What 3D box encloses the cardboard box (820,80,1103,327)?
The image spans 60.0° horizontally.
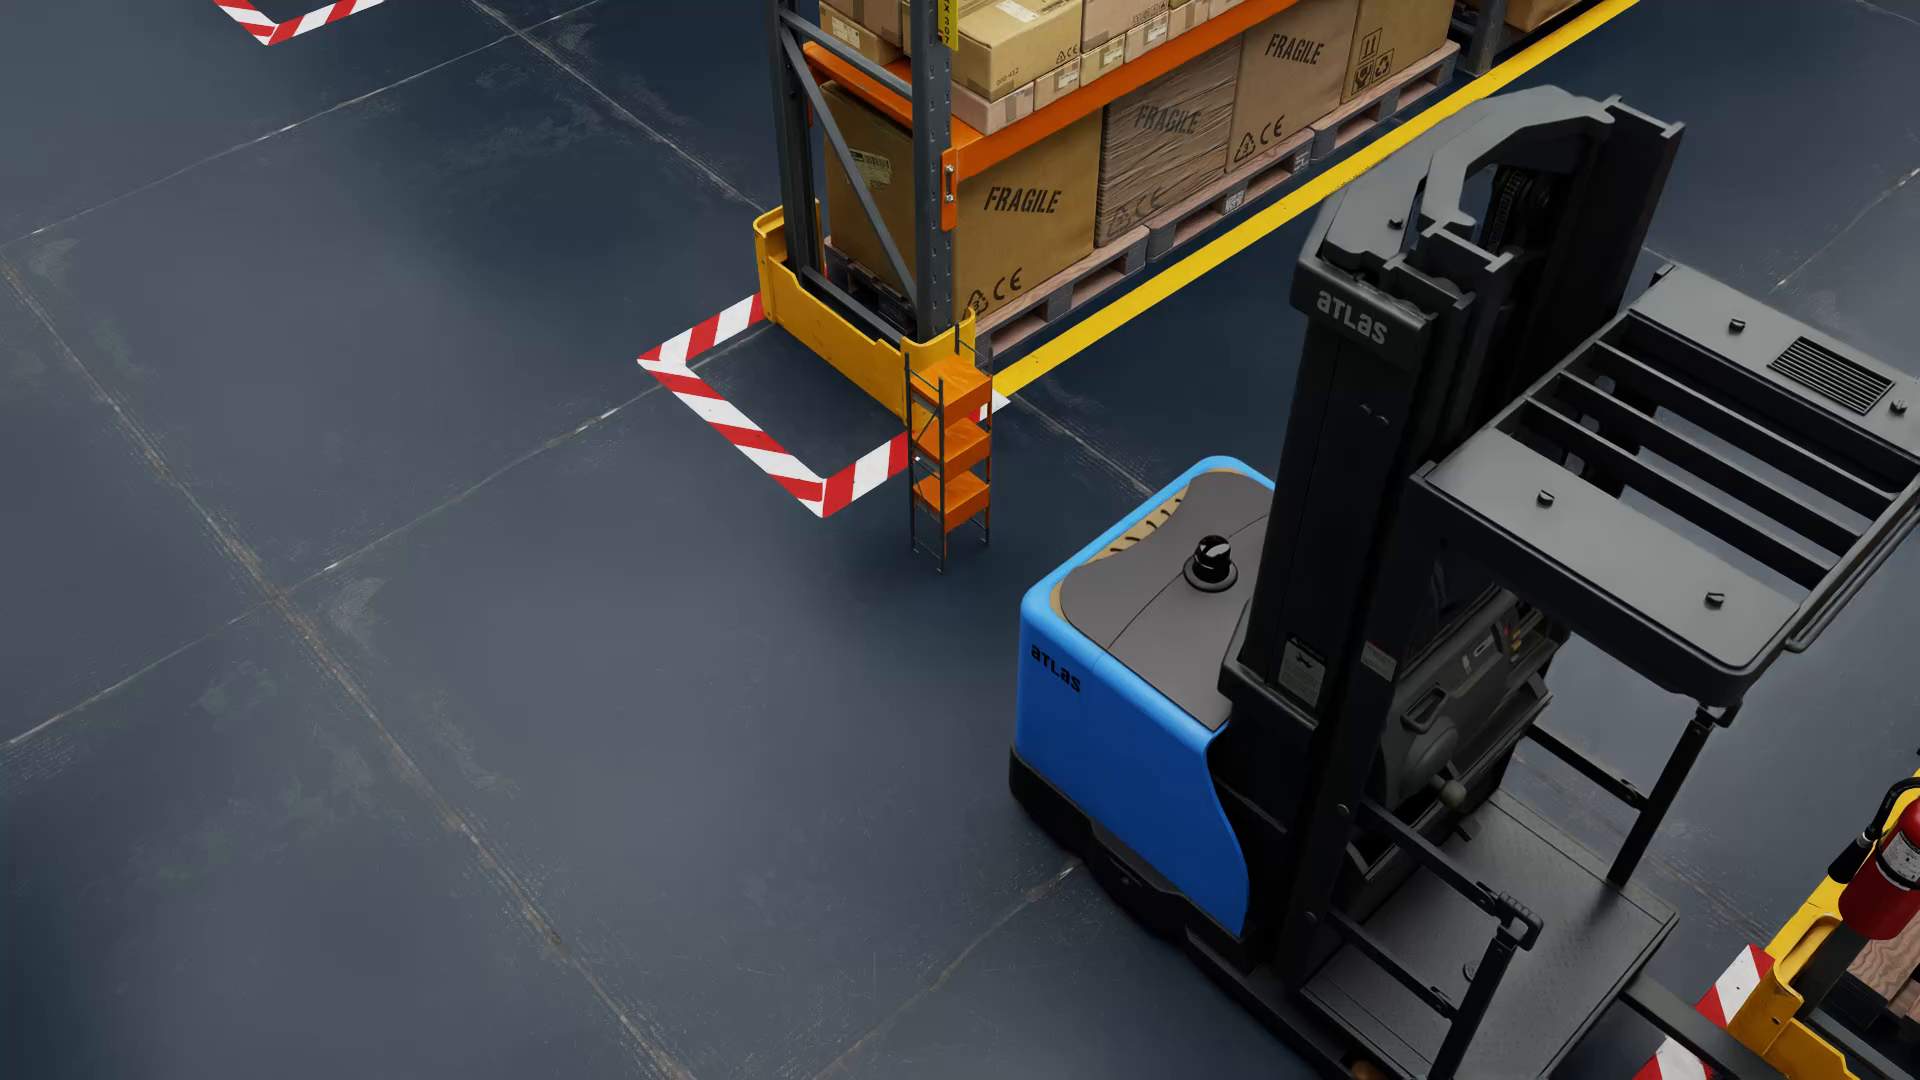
[{"bbox_3d":[0.008,-1.654,7.448,0.875,0.875,0.875,-34,56,-27],"label":"cardboard box"}]

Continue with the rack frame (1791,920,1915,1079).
[{"bbox_3d":[2.920,0.821,4.004,0.127,3.000,1.000,-34,56,-27],"label":"rack frame"}]

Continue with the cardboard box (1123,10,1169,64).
[{"bbox_3d":[0.643,-2.167,6.932,0.250,0.149,0.380,-35,56,-28],"label":"cardboard box"}]

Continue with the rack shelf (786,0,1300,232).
[{"bbox_3d":[1.068,-2.617,7.666,4.000,0.370,1.077,-34,56,-27],"label":"rack shelf"}]

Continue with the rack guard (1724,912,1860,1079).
[{"bbox_3d":[2.911,1.688,4.906,0.348,0.500,1.175,-34,56,-27],"label":"rack guard"}]

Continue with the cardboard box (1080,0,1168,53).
[{"bbox_3d":[0.505,-2.273,6.759,0.500,0.250,0.500,-34,56,-28],"label":"cardboard box"}]

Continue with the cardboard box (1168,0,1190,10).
[{"bbox_3d":[0.879,-2.519,6.987,0.500,0.250,0.500,-36,57,-28],"label":"cardboard box"}]

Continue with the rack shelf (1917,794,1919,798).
[{"bbox_3d":[4.400,0.077,5.181,4.000,0.370,1.077,-34,56,-27],"label":"rack shelf"}]

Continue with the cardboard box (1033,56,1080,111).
[{"bbox_3d":[0.261,-1.910,6.696,0.250,0.149,0.380,-35,56,-28],"label":"cardboard box"}]

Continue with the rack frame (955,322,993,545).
[{"bbox_3d":[0.051,-0.390,6.449,0.008,1.050,0.200,-34,56,-27],"label":"rack frame"}]

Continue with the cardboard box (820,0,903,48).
[{"bbox_3d":[-0.232,-2.306,6.789,0.500,0.250,0.500,-35,56,-28],"label":"cardboard box"}]

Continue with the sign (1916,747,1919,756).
[{"bbox_3d":[2.538,0.475,4.213,0.005,0.325,0.100,-34,56,-27],"label":"sign"}]

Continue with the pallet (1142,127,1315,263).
[{"bbox_3d":[1.029,-1.964,8.472,1.213,0.211,1.003,-34,56,-27],"label":"pallet"}]

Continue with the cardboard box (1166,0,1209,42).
[{"bbox_3d":[0.832,-2.292,7.048,0.250,0.149,0.380,-35,56,-28],"label":"cardboard box"}]

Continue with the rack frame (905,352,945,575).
[{"bbox_3d":[-0.130,-0.269,6.337,0.008,1.050,0.200,-34,56,-27],"label":"rack frame"}]

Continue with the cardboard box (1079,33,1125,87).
[{"bbox_3d":[0.451,-2.037,6.813,0.250,0.149,0.380,-35,56,-28],"label":"cardboard box"}]

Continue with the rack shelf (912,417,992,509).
[{"bbox_3d":[-0.040,-0.322,6.401,0.240,0.259,0.215,-34,56,-27],"label":"rack shelf"}]

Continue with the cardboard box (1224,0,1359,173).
[{"bbox_3d":[1.339,-2.544,8.269,0.875,0.875,0.875,-34,56,-27],"label":"cardboard box"}]

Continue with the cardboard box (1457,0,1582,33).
[{"bbox_3d":[3.008,-3.599,9.243,0.875,0.875,1.225,-34,56,-27],"label":"cardboard box"}]

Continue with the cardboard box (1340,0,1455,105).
[{"bbox_3d":[2.005,-2.989,8.680,0.875,0.875,0.875,-34,56,-27],"label":"cardboard box"}]

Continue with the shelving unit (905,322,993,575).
[{"bbox_3d":[-0.040,-0.330,6.393,0.252,1.050,0.215,-34,56,-27],"label":"shelving unit"}]

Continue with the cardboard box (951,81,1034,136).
[{"bbox_3d":[0.073,-1.783,6.578,0.250,0.149,0.380,-33,55,-27],"label":"cardboard box"}]

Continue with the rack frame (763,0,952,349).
[{"bbox_3d":[-0.412,-1.872,6.489,0.127,3.000,1.000,-34,56,-27],"label":"rack frame"}]

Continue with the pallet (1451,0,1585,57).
[{"bbox_3d":[3.068,-3.326,9.729,1.213,0.211,1.003,-34,56,-27],"label":"pallet"}]

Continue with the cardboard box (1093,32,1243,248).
[{"bbox_3d":[0.681,-2.104,7.863,0.875,0.875,0.875,-34,56,-27],"label":"cardboard box"}]

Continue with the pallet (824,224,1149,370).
[{"bbox_3d":[0.127,-1.364,7.918,1.213,0.211,1.003,-34,56,-27],"label":"pallet"}]

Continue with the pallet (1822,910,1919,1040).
[{"bbox_3d":[3.556,1.380,5.386,1.213,0.211,1.003,-34,56,-27],"label":"pallet"}]

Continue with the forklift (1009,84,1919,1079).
[{"bbox_3d":[1.559,0.447,4.396,1.130,2.935,3.031,-35,56,-28],"label":"forklift"}]

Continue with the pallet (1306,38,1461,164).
[{"bbox_3d":[1.932,-2.570,9.031,1.213,0.211,1.003,-34,56,-27],"label":"pallet"}]

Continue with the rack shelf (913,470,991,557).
[{"bbox_3d":[-0.040,-0.134,6.605,0.240,0.259,0.215,-34,56,-27],"label":"rack shelf"}]

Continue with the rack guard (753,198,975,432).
[{"bbox_3d":[-0.430,-1.012,7.397,0.348,0.500,1.175,-34,56,-27],"label":"rack guard"}]

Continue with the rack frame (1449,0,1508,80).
[{"bbox_3d":[2.547,-3.850,8.314,0.127,3.000,1.000,-34,56,-27],"label":"rack frame"}]

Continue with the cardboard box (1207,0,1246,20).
[{"bbox_3d":[1.022,-2.420,7.166,0.250,0.149,0.380,-34,56,-27],"label":"cardboard box"}]

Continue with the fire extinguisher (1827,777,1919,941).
[{"bbox_3d":[2.503,0.802,4.329,0.183,0.674,0.296,-34,56,-27],"label":"fire extinguisher"}]

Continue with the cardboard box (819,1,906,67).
[{"bbox_3d":[-0.370,-2.142,6.909,0.250,0.149,0.380,-33,55,-27],"label":"cardboard box"}]

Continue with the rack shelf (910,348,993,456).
[{"bbox_3d":[-0.040,-0.515,6.192,0.240,0.259,0.215,-34,56,-27],"label":"rack shelf"}]

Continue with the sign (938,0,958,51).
[{"bbox_3d":[-0.043,-1.887,5.861,0.005,0.325,0.100,-34,56,-27],"label":"sign"}]

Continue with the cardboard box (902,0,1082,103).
[{"bbox_3d":[0.125,-2.012,6.519,0.500,0.250,0.500,-35,56,-28],"label":"cardboard box"}]
